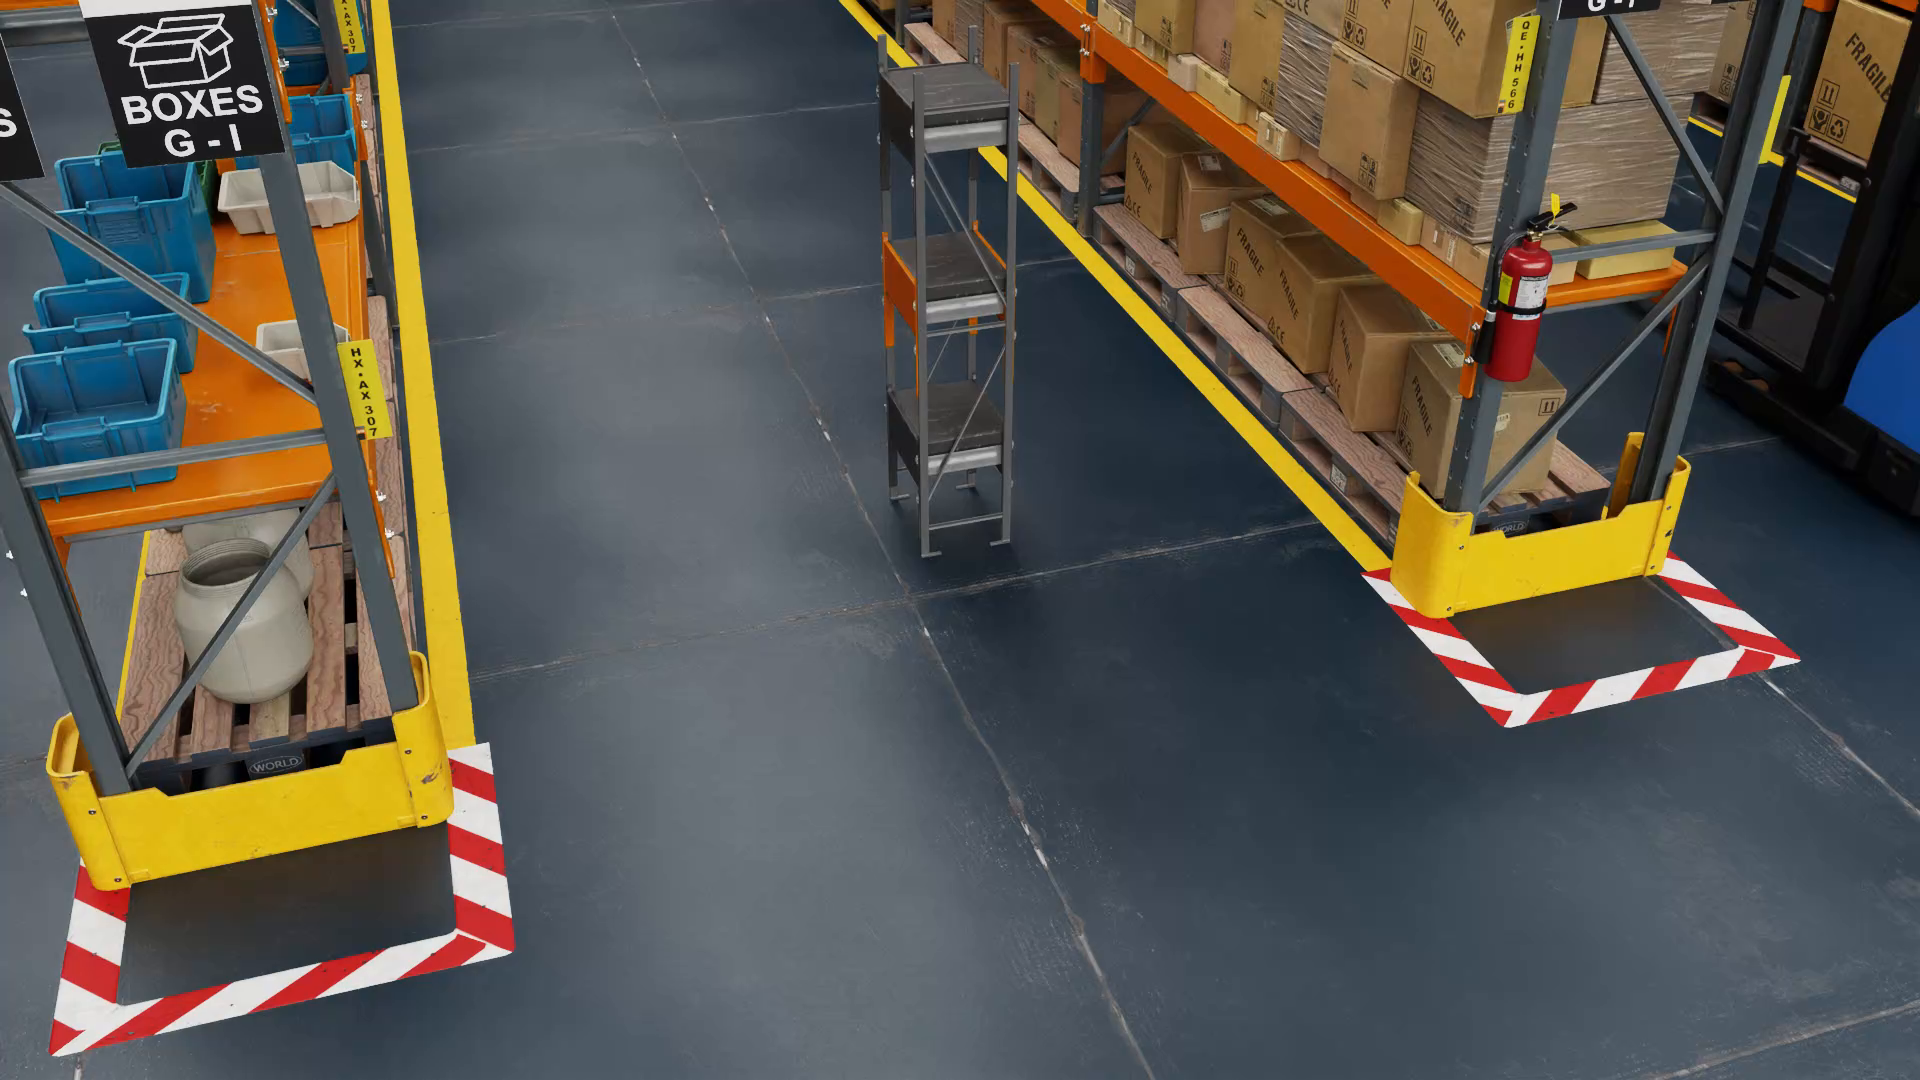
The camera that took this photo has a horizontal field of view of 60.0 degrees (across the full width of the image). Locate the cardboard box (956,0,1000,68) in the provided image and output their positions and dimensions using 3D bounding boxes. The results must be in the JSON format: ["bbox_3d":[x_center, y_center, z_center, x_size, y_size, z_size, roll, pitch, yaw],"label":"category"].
[{"bbox_3d":[0.386,-3.775,12.110,0.700,0.500,0.500,-13,36,-19],"label":"cardboard box"}]

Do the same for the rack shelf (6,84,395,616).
[{"bbox_3d":[-2.906,-0.989,6.678,1.077,0.370,4.000,-10,35,-15],"label":"rack shelf"}]

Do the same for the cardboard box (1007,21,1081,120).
[{"bbox_3d":[0.736,-3.186,11.218,0.700,0.500,0.500,-13,36,-19],"label":"cardboard box"}]

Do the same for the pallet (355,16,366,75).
[{"bbox_3d":[-5.016,-3.683,12.631,1.003,0.211,1.213,-10,35,-15],"label":"pallet"}]

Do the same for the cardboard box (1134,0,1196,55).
[{"bbox_3d":[1.398,-2.822,8.440,0.875,0.500,0.500,-10,35,-15],"label":"cardboard box"}]

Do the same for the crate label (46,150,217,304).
[{"bbox_3d":[-3.115,-1.174,6.274,0.502,0.435,0.616,-10,35,-15],"label":"crate label"}]

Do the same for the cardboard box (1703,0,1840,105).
[{"bbox_3d":[5.680,-3.500,11.486,1.050,0.750,0.750,-10,35,-15],"label":"cardboard box"}]

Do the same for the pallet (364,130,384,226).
[{"bbox_3d":[-4.168,-2.223,10.423,1.003,0.211,1.213,-10,35,-15],"label":"pallet"}]

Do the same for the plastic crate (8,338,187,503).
[{"bbox_3d":[-2.733,-0.389,5.253,0.499,0.251,0.616,-10,35,-15],"label":"plastic crate"}]

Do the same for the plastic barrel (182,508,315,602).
[{"bbox_3d":[-2.722,0.028,6.362,0.421,0.512,0.421,0,33,0],"label":"plastic barrel"}]

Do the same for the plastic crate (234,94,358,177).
[{"bbox_3d":[-2.920,-1.741,7.299,0.499,0.251,0.616,-10,35,-15],"label":"plastic crate"}]

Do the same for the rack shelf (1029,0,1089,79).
[{"bbox_3d":[0.591,-3.922,11.117,1.077,0.370,4.000,-10,35,-15],"label":"rack shelf"}]

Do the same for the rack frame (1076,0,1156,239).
[{"bbox_3d":[1.201,-3.172,9.329,1.000,3.000,0.127,-10,35,-15],"label":"rack frame"}]

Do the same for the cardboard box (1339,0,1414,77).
[{"bbox_3d":[1.860,-2.163,6.536,0.500,0.500,0.500,-10,35,-15],"label":"cardboard box"}]

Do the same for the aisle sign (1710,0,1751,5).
[{"bbox_3d":[2.726,-2.174,5.461,0.394,0.787,0.004,-10,35,-15],"label":"aisle sign"}]

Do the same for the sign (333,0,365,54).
[{"bbox_3d":[-2.989,-2.541,8.124,0.100,0.325,0.005,-10,35,-15],"label":"sign"}]

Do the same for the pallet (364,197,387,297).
[{"bbox_3d":[-3.792,-1.581,9.452,1.003,0.211,1.213,-10,35,-15],"label":"pallet"}]

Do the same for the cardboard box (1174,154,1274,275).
[{"bbox_3d":[1.467,-1.788,9.121,0.500,0.500,0.500,0,33,1],"label":"cardboard box"}]

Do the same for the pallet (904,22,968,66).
[{"bbox_3d":[0.218,-3.698,12.655,1.003,0.211,1.213,-10,35,-15],"label":"pallet"}]

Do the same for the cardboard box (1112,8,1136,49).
[{"bbox_3d":[1.044,-2.770,8.949,0.380,0.149,0.250,-10,35,-15],"label":"cardboard box"}]

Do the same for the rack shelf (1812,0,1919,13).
[{"bbox_3d":[6.565,-2.603,9.120,1.077,0.370,4.000,-10,35,-15],"label":"rack shelf"}]

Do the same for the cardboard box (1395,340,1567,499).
[{"bbox_3d":[2.247,-0.535,7.225,0.500,0.500,0.500,-4,34,-6],"label":"cardboard box"}]

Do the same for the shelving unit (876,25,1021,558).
[{"bbox_3d":[-0.050,-0.963,6.803,0.431,2.100,0.503,-10,35,-15],"label":"shelving unit"}]

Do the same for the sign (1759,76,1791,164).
[{"bbox_3d":[2.938,-1.524,6.051,0.100,0.325,0.005,-10,35,-15],"label":"sign"}]

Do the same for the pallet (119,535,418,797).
[{"bbox_3d":[-2.607,0.465,6.354,1.003,0.211,1.213,-10,35,-15],"label":"pallet"}]

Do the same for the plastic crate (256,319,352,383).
[{"bbox_3d":[-2.262,-0.653,5.756,0.298,0.136,0.250,-10,35,-15],"label":"plastic crate"}]

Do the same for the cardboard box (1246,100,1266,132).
[{"bbox_3d":[1.570,-1.995,7.776,0.380,0.149,0.250,-10,35,-15],"label":"cardboard box"}]

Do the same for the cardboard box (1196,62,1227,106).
[{"bbox_3d":[1.385,-2.251,8.164,0.380,0.149,0.250,-10,35,-15],"label":"cardboard box"}]

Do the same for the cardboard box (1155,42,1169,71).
[{"bbox_3d":[1.232,-2.514,8.561,0.380,0.149,0.250,-10,35,-15],"label":"cardboard box"}]

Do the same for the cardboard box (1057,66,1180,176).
[{"bbox_3d":[1.034,-2.638,10.390,0.700,0.500,0.500,-13,36,-18],"label":"cardboard box"}]

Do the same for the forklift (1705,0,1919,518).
[{"bbox_3d":[4.403,-1.903,7.471,1.130,2.935,3.031,-10,35,-14],"label":"forklift"}]

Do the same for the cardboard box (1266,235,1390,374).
[{"bbox_3d":[1.859,-1.175,8.193,0.500,0.500,0.500,-7,34,-10],"label":"cardboard box"}]

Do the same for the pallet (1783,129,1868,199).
[{"bbox_3d":[6.113,-2.377,10.656,1.003,0.211,1.213,-10,35,-15],"label":"pallet"}]

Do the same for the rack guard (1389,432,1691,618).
[{"bbox_3d":[2.398,-0.069,6.900,1.175,0.500,0.348,-10,35,-15],"label":"rack guard"}]

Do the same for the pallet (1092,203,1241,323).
[{"bbox_3d":[1.439,-1.662,9.573,1.003,0.211,1.213,-10,35,-15],"label":"pallet"}]

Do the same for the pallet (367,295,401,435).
[{"bbox_3d":[-3.351,-0.816,8.293,1.003,0.211,1.213,-10,35,-15],"label":"pallet"}]

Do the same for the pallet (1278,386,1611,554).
[{"bbox_3d":[2.184,-0.381,7.635,1.003,0.211,1.213,-10,35,-15],"label":"pallet"}]

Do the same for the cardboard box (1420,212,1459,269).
[{"bbox_3d":[2.062,-1.213,6.593,0.380,0.149,0.250,-10,35,-15],"label":"cardboard box"}]

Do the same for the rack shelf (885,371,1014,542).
[{"bbox_3d":[-0.050,-0.368,7.196,0.431,0.518,0.480,-10,35,-15],"label":"rack shelf"}]

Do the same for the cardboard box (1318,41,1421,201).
[{"bbox_3d":[2.013,-1.773,6.852,0.875,0.500,0.500,-10,35,-15],"label":"cardboard box"}]

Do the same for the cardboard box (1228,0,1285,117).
[{"bbox_3d":[1.760,-2.307,7.661,0.875,0.500,0.500,-10,35,-15],"label":"cardboard box"}]

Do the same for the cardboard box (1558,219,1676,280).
[{"bbox_3d":[2.561,-1.157,6.507,0.380,0.149,0.250,-10,35,-15],"label":"cardboard box"}]

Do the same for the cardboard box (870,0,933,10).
[{"bbox_3d":[-0.210,-4.926,13.531,1.225,0.875,0.875,-12,35,-17],"label":"cardboard box"}]

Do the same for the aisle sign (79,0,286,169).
[{"bbox_3d":[-1.995,-1.335,4.191,0.394,0.787,0.004,-10,35,-15],"label":"aisle sign"}]

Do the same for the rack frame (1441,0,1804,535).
[{"bbox_3d":[2.421,-1.072,6.151,1.000,3.000,0.127,-10,35,-15],"label":"rack frame"}]

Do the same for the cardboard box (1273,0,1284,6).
[{"bbox_3d":[1.565,-2.690,7.333,0.500,0.500,0.500,-10,35,-15],"label":"cardboard box"}]

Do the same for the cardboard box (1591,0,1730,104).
[{"bbox_3d":[2.513,-1.989,6.272,0.500,0.500,0.500,-10,35,-15],"label":"cardboard box"}]

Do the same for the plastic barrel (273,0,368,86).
[{"bbox_3d":[-3.345,-2.802,8.315,0.600,0.901,0.708,-10,35,-15],"label":"plastic barrel"}]

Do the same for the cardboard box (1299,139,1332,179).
[{"bbox_3d":[1.741,-1.735,7.383,0.380,0.149,0.250,-10,35,-15],"label":"cardboard box"}]

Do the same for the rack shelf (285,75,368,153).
[{"bbox_3d":[-4.126,-3.089,9.856,1.077,0.370,4.000,-10,35,-15],"label":"rack shelf"}]

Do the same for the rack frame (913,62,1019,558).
[{"bbox_3d":[0.024,-0.835,6.609,0.400,2.100,0.015,-10,35,-15],"label":"rack frame"}]

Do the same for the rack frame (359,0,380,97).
[{"bbox_3d":[-4.736,-4.439,11.247,1.000,3.000,0.127,-10,35,-15],"label":"rack frame"}]

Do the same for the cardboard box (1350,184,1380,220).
[{"bbox_3d":[1.875,-1.470,6.981,0.380,0.149,0.250,-10,35,-15],"label":"cardboard box"}]
